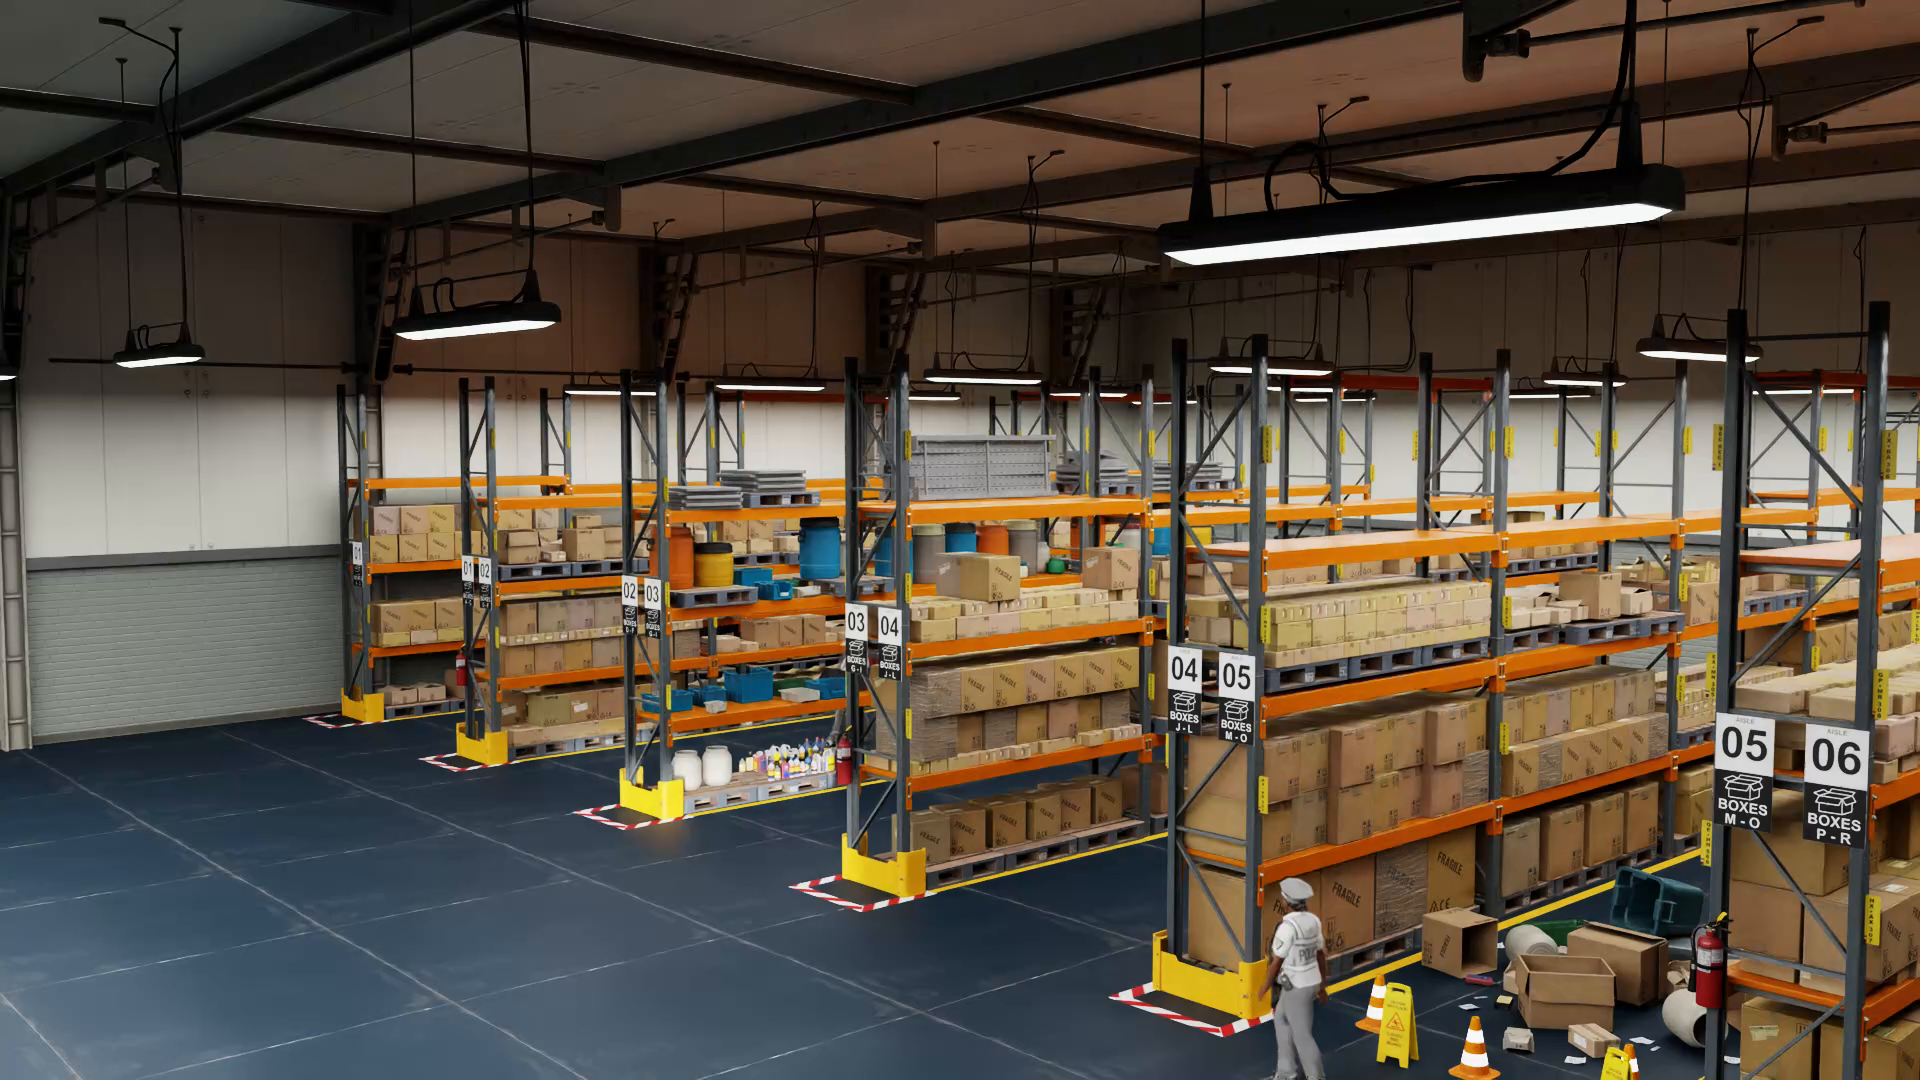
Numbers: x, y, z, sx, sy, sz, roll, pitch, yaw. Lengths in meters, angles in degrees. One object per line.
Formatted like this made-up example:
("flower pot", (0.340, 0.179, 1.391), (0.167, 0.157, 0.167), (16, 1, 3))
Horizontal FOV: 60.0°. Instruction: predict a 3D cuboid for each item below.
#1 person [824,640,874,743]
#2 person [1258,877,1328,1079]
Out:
("person", (-1.846, 2.476, 27.375), (0.928, 1.737, 0.561), (-2, 4, -32))
("person", (2.602, 3.499, 12.881), (0.577, 1.757, 0.419), (3, 5, 34))
